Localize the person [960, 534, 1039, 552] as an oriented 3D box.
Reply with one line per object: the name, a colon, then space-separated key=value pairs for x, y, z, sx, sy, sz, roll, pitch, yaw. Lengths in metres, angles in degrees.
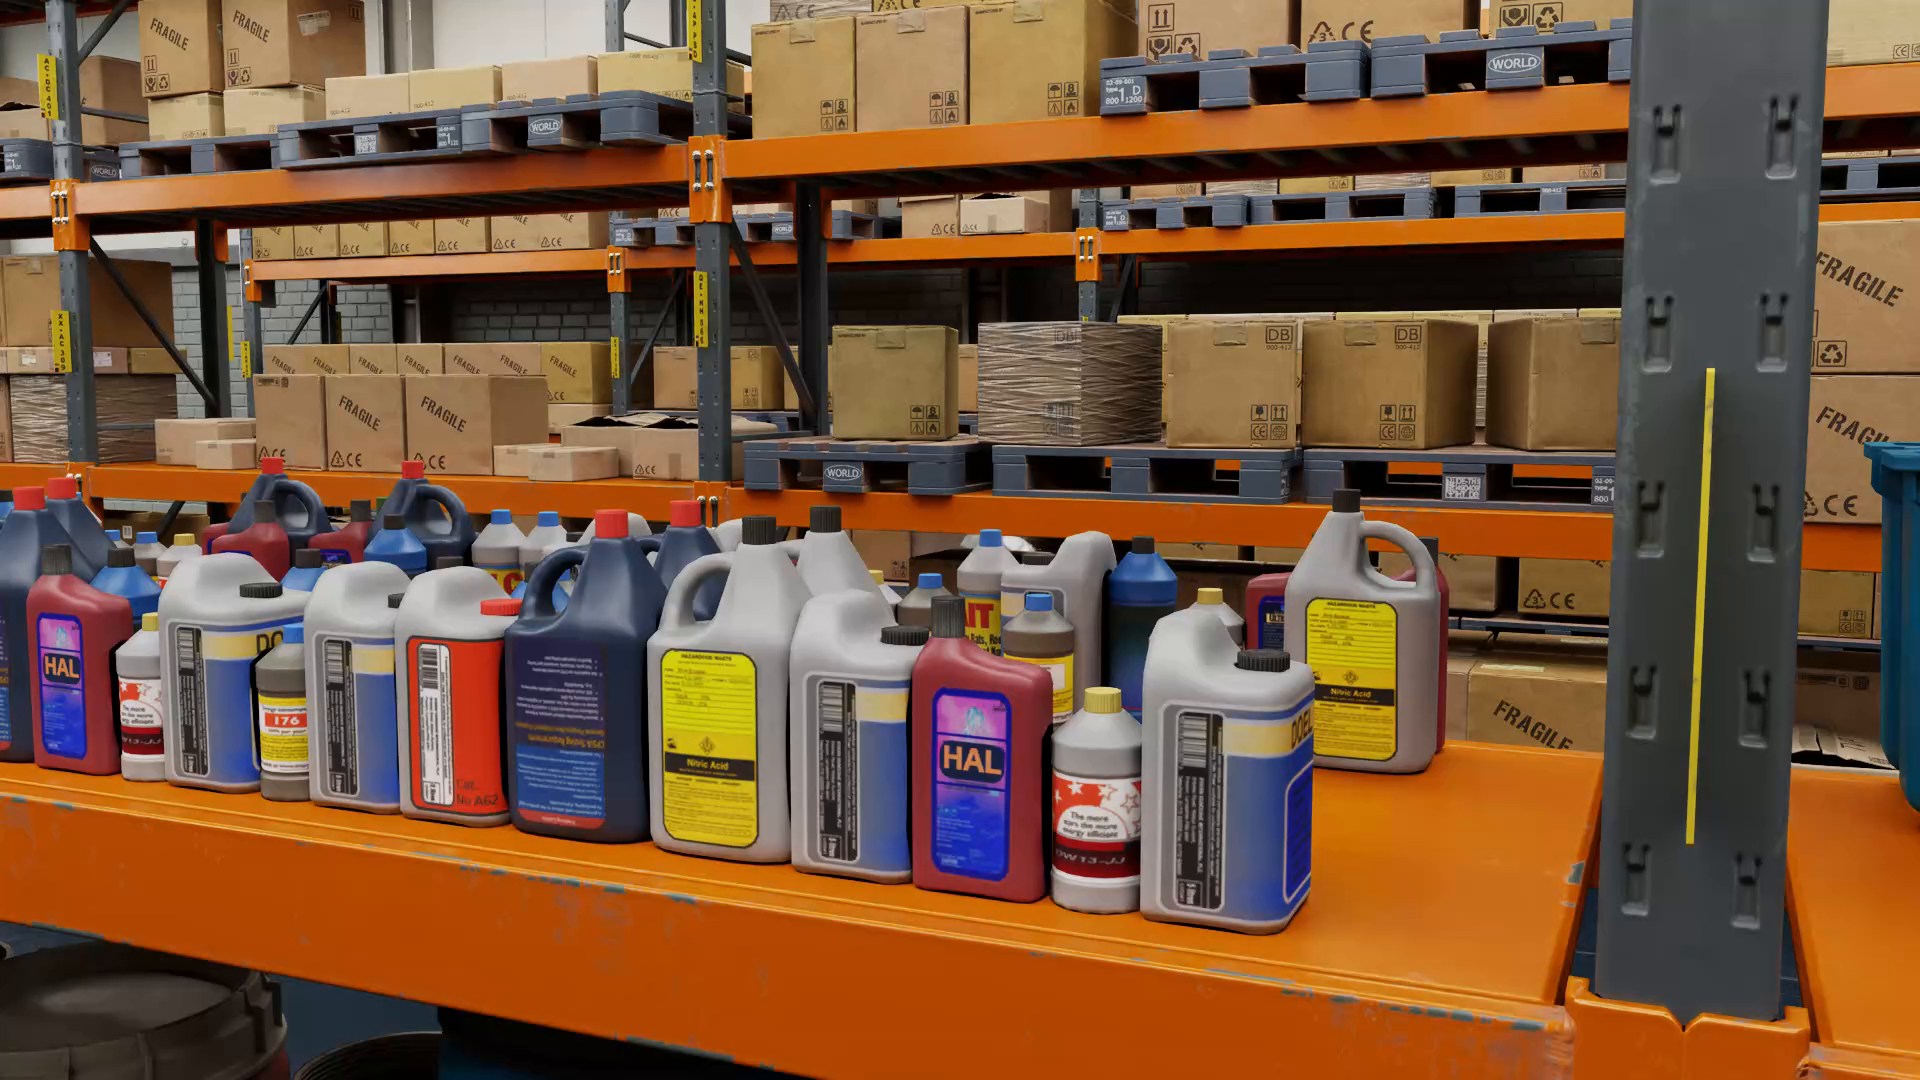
person: x=0.220 y=0.390 z=9.353 sx=0.457 sy=0.979 sz=0.916 roll=2 pitch=6 yaw=21
